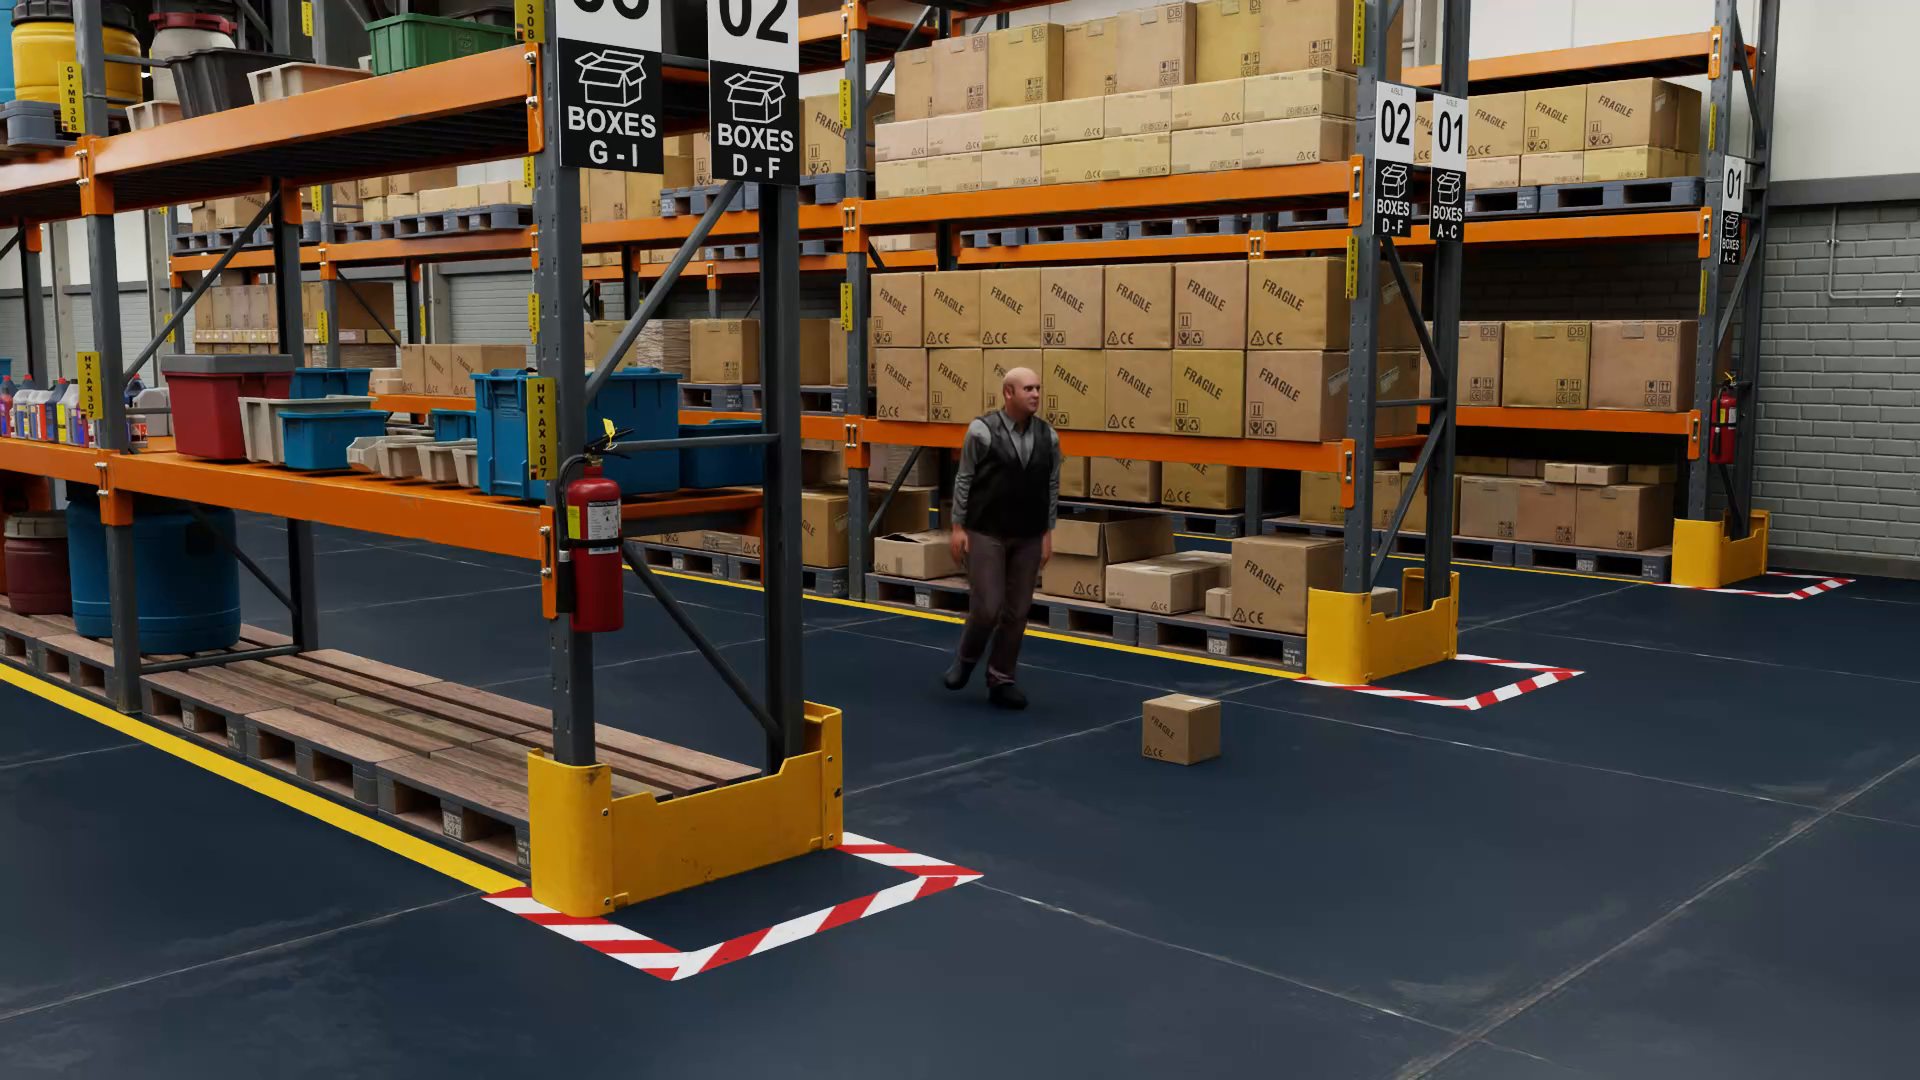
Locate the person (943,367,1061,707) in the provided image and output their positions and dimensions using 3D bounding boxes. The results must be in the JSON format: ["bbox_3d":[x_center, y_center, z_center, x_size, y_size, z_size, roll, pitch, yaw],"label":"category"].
[{"bbox_3d":[0.218,-0.017,8.439,0.579,1.715,0.492,-3,8,-24],"label":"person"}]
